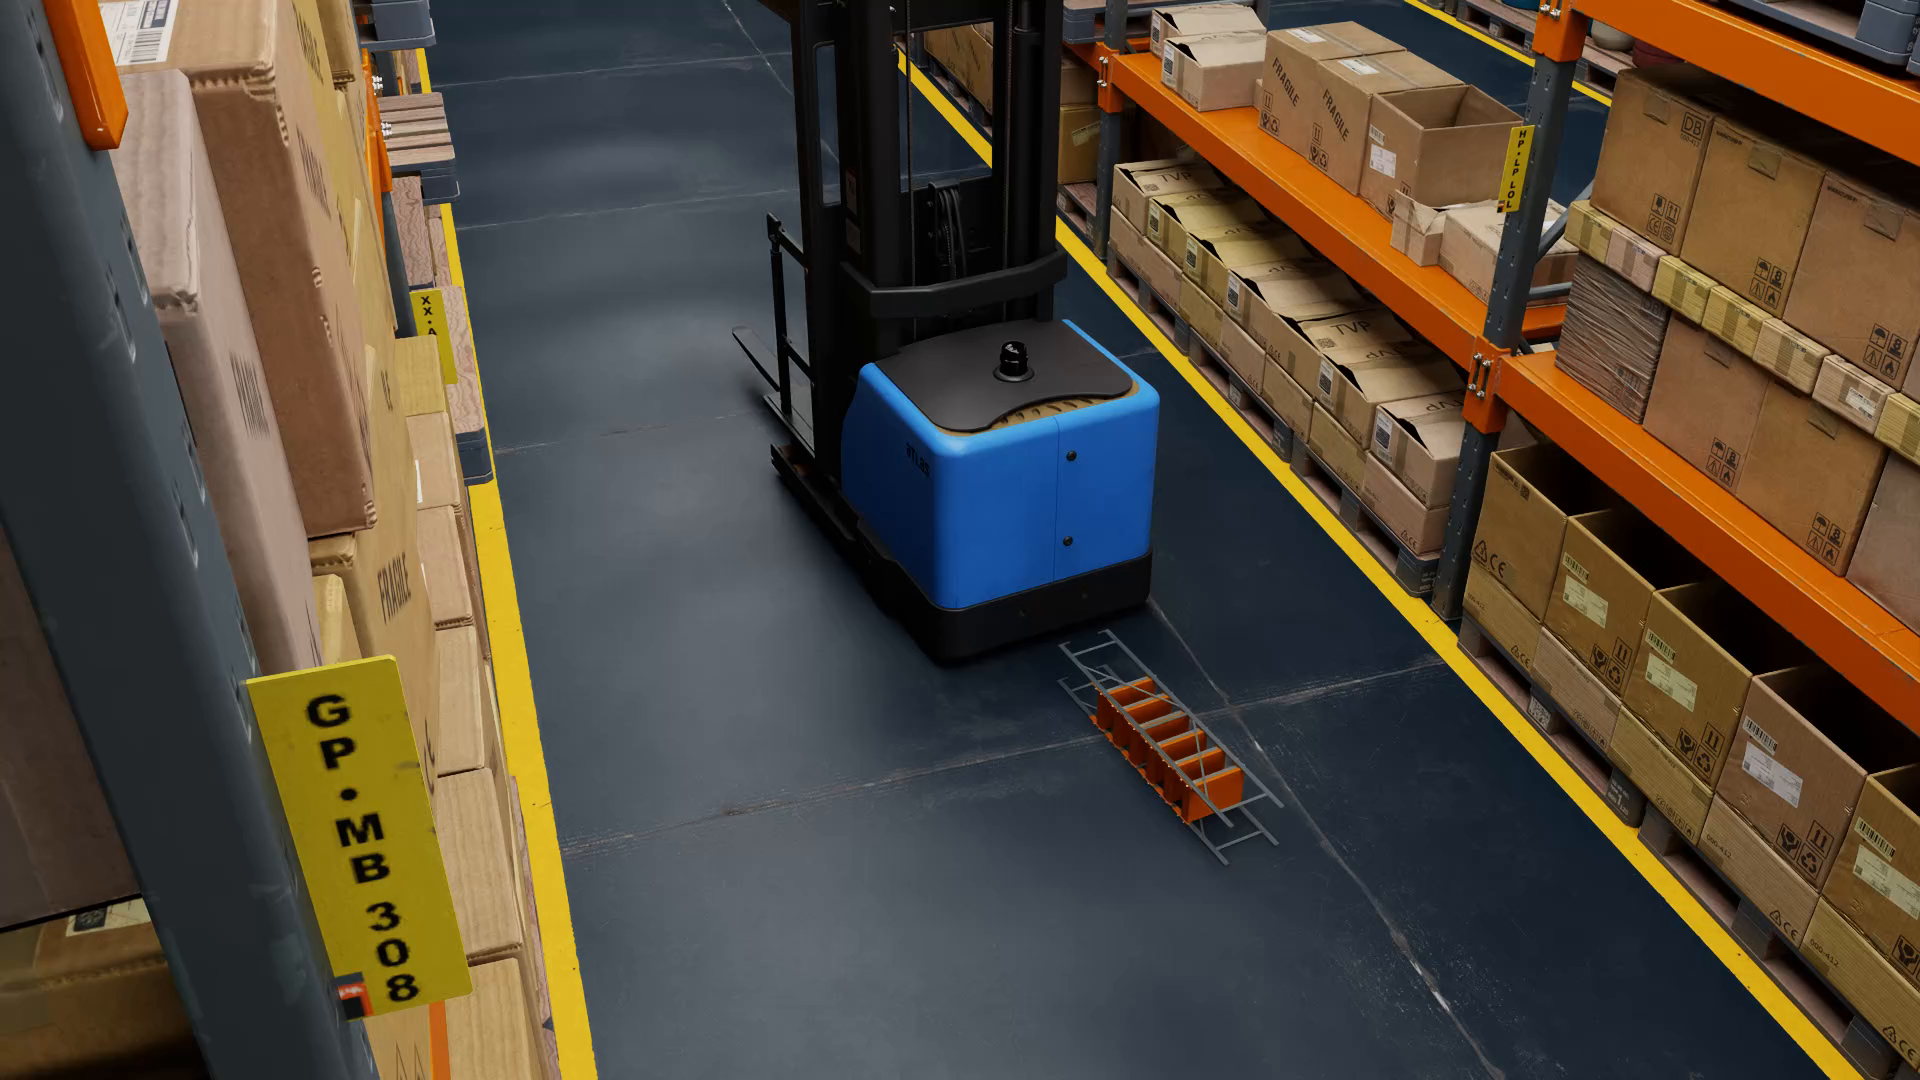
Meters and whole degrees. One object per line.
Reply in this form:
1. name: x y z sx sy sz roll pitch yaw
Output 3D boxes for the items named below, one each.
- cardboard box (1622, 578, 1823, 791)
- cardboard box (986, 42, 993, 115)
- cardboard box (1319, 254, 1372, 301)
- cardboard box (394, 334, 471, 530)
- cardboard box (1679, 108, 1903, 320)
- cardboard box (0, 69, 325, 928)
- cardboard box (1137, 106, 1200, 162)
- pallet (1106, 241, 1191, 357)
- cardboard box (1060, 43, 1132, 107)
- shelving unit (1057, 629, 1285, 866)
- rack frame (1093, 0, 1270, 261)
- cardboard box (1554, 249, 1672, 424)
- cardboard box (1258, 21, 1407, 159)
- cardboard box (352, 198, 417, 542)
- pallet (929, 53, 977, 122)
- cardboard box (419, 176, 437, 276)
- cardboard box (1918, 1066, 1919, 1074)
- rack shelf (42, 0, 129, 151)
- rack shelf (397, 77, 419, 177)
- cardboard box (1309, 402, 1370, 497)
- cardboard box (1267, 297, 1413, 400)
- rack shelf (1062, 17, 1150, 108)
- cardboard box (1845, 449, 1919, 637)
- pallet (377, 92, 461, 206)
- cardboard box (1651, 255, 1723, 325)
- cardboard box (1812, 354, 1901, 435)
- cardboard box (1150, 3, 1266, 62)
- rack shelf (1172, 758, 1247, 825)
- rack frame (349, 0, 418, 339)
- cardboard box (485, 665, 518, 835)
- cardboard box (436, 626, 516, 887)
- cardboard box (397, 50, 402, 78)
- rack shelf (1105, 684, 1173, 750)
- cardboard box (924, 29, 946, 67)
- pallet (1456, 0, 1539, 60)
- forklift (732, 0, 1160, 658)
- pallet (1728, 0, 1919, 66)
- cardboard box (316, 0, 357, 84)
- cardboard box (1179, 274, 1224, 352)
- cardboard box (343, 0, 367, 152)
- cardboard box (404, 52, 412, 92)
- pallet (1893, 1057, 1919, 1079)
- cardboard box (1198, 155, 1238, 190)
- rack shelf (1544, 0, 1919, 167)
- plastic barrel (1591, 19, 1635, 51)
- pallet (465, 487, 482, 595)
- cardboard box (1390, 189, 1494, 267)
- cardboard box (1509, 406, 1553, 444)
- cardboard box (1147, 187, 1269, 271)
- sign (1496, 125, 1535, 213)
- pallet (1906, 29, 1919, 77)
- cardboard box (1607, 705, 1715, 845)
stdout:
1. cardboard box: 2.705 0.473 5.746 0.500 0.500 0.500 -10 35 -15
2. cardboard box: 0.504 -3.245 11.809 0.500 0.500 0.500 -11 35 -17
3. cardboard box: 2.197 -1.335 8.654 0.500 0.311 0.500 -9 35 -13
4. cardboard box: -1.721 -0.234 4.821 0.500 0.500 0.500 -10 35 -15
5. cardboard box: 2.853 -1.093 5.416 0.700 0.500 0.500 -10 35 -15
6. cardboard box: -0.826 -0.034 1.343 0.500 0.500 0.500 -13 35 -18
7. cardboard box: 1.470 -2.535 10.733 0.500 0.500 0.500 -9 34 -13
8. pallet: 1.550 -1.505 9.836 1.003 0.211 1.213 -10 35 -15
9. cardboard box: 0.806 -3.041 10.819 0.500 0.250 0.500 -9 34 -13
10. shelving unit: 0.781 0.769 6.411 0.258 0.189 1.200 -16 37 -23
11. rack frame: 1.336 -3.107 9.731 1.000 3.000 0.127 -10 35 -15
12. cardboard box: 2.698 -0.817 6.174 0.700 0.500 0.500 -11 35 -16
13. cardboard box: 1.864 -2.270 8.375 0.500 0.500 0.500 -12 35 -17
14. cardboard box: -1.096 -0.151 2.428 0.500 0.500 0.500 -8 34 -13
15. pallet: 0.400 -3.623 13.041 1.003 0.211 1.213 -10 35 -15
16. cardboard box: -3.480 -1.958 9.562 0.750 0.750 0.750 -10 35 -15
17. cardboard box: 3.168 1.573 4.762 0.500 0.250 0.500 -10 35 -15
18. rack shelf: -1.550 -1.323 2.246 1.077 0.370 4.000 -10 35 -15
19. rack shelf: -3.990 -3.022 10.255 1.077 0.370 4.000 -10 35 -15
20. cardboard box: 2.001 -0.470 7.853 0.500 0.250 0.500 -11 35 -15
21. cardboard box: 1.845 -0.968 8.098 0.500 0.311 0.500 -10 35 -15
22. rack shelf: 0.726 -3.857 11.519 1.077 0.370 4.000 -10 35 -15
23. cardboard box: 3.172 -0.008 4.951 0.700 0.500 0.500 -9 35 -13
24. pallet: -3.061 -1.836 7.981 1.213 0.211 1.003 -10 35 -15
25. cardboard box: 2.611 -0.879 5.680 0.380 0.149 0.250 -11 35 -16
26. cardboard box: 2.851 -0.470 5.061 0.380 0.149 0.250 -11 35 -16
27. cardboard box: 1.406 -2.872 9.456 0.500 0.311 0.500 -8 34 -12
28. rack shelf: 0.927 0.923 6.177 0.258 0.180 0.103 -16 37 -23
29. rack frame: -2.160 -0.172 5.289 1.000 3.000 0.127 -10 35 -15
30. cardboard box: -1.415 0.604 4.232 0.500 0.250 0.500 -10 35 -15
31. cardboard box: -1.261 0.566 3.610 0.500 0.500 0.500 -9 34 -13
32. cardboard box: -3.329 -2.675 9.287 0.380 0.149 0.250 -9 35 -13
33. rack shelf: 0.706 0.688 6.533 0.258 0.180 0.103 -16 37 -23
34. cardboard box: 0.032 -4.053 13.031 0.500 0.500 0.500 -12 35 -17
35. pallet: 5.030 -4.463 14.312 1.003 0.211 1.213 -10 35 -15
36. forklift: -0.276 -1.531 7.409 1.130 2.935 3.031 -15 36 -22
37. pallet: 2.841 -1.778 5.079 1.003 0.211 1.213 -10 35 -15
38. cardboard box: -1.402 -1.115 2.979 0.500 0.500 0.500 -11 35 -16
39. cardboard box: 1.535 -1.275 9.072 0.500 0.250 0.500 -11 35 -16
40. cardboard box: -1.770 -1.249 4.089 0.500 0.500 0.500 -9 35 -13
41. cardboard box: -4.278 -3.331 11.639 0.750 0.750 0.750 -10 35 -14
42. pallet: 3.503 1.862 4.740 1.003 0.211 1.213 -10 35 -15
43. cardboard box: 1.731 -2.135 9.865 0.500 0.311 0.500 -9 35 -13
44. rack shelf: 3.167 -0.908 4.335 1.077 0.370 4.000 -10 35 -15
45. plastic barrel: 5.287 -4.204 13.266 0.421 0.512 0.421 0 33 0
46. pallet: -2.775 -0.059 7.647 1.003 0.211 1.213 -10 35 -15
47. cardboard box: 2.113 -1.382 7.242 0.396 0.266 0.258 -11 35 -16
48. cardboard box: 2.668 -0.528 7.432 0.500 0.311 0.500 -10 35 -15
49. cardboard box: 1.385 -1.770 9.313 0.500 0.311 0.500 -11 35 -16
50. sign: 2.043 -1.361 6.110 0.100 0.325 0.005 -10 35 -15
51. pallet: 3.210 -1.139 4.112 1.003 0.211 1.213 -10 35 -15
52. cardboard box: 2.704 0.786 5.952 0.500 0.250 0.500 -10 35 -15
